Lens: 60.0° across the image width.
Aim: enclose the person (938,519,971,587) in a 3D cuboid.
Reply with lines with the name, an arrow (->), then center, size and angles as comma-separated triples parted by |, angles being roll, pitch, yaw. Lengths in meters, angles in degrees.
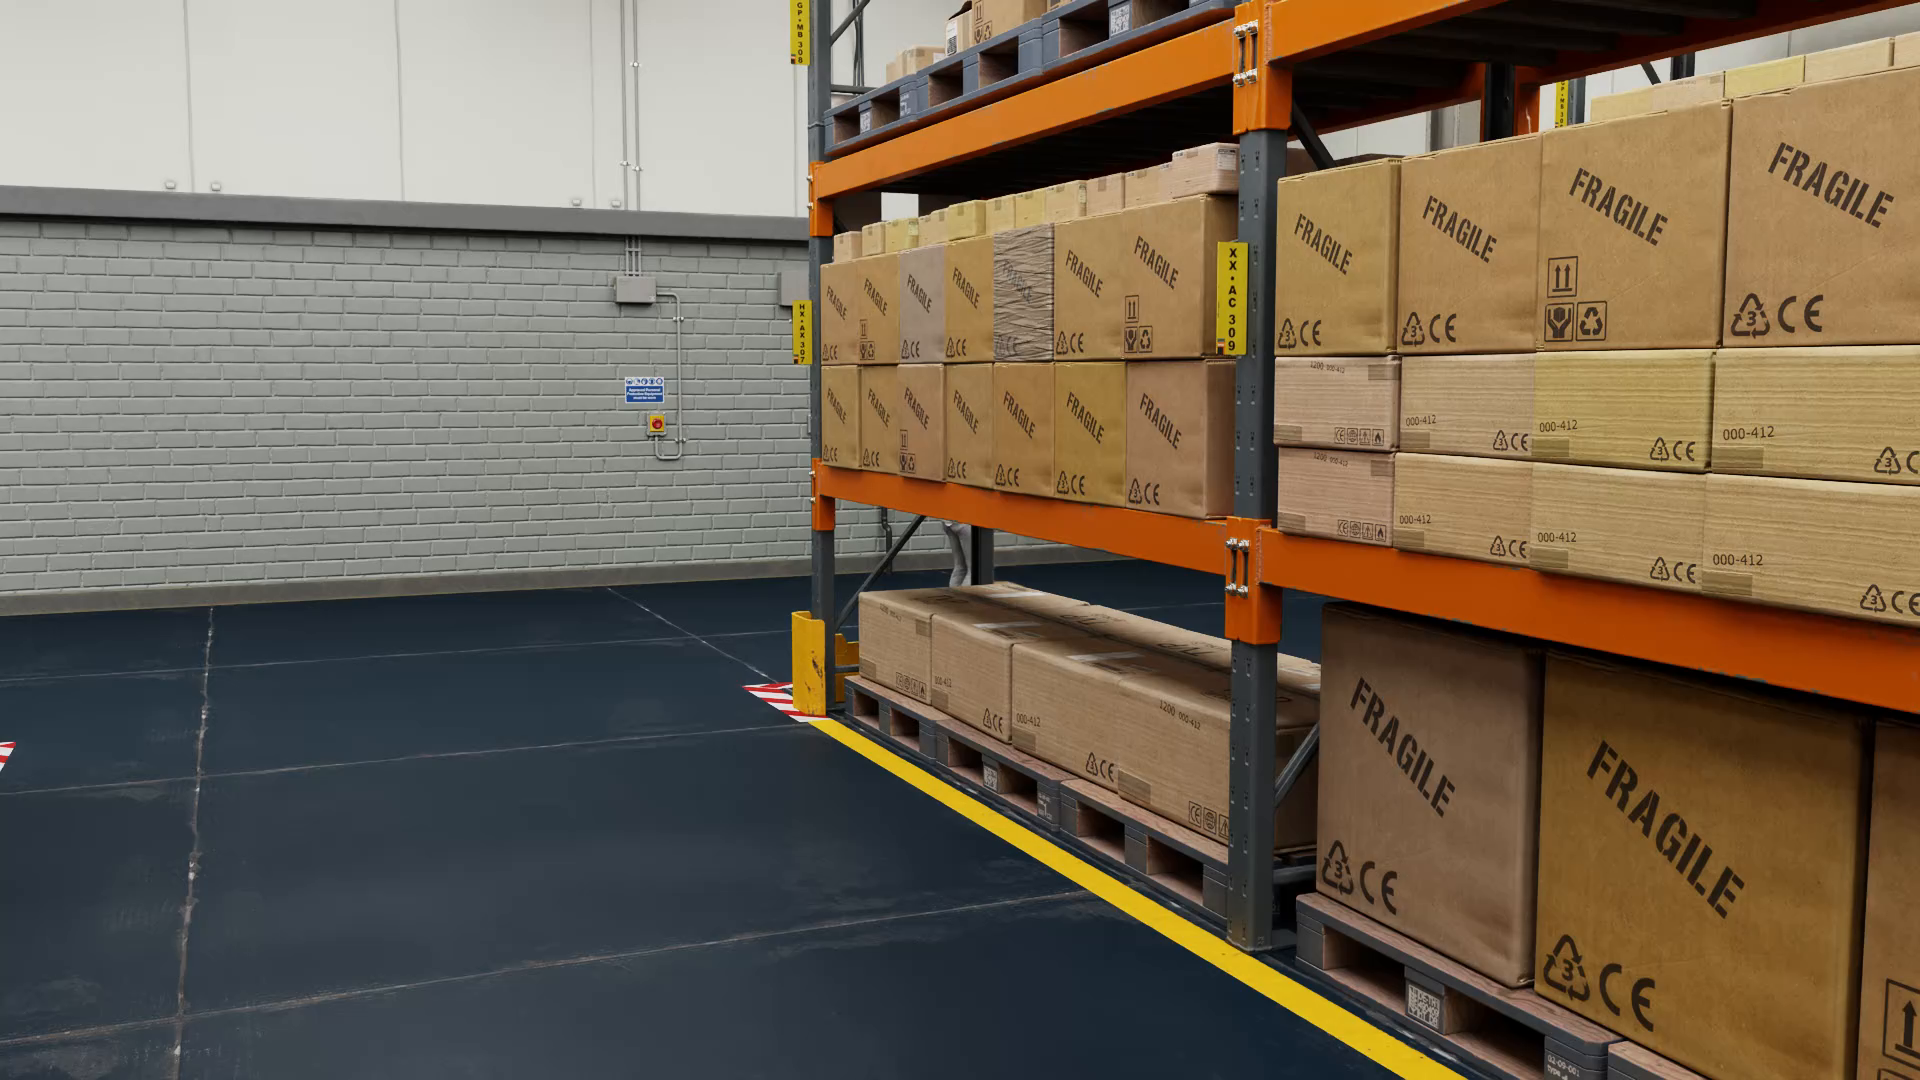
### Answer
person -> 0.038, -0.127, 11.070 | 0.346, 1.580, 0.466 | -3, 6, -26
